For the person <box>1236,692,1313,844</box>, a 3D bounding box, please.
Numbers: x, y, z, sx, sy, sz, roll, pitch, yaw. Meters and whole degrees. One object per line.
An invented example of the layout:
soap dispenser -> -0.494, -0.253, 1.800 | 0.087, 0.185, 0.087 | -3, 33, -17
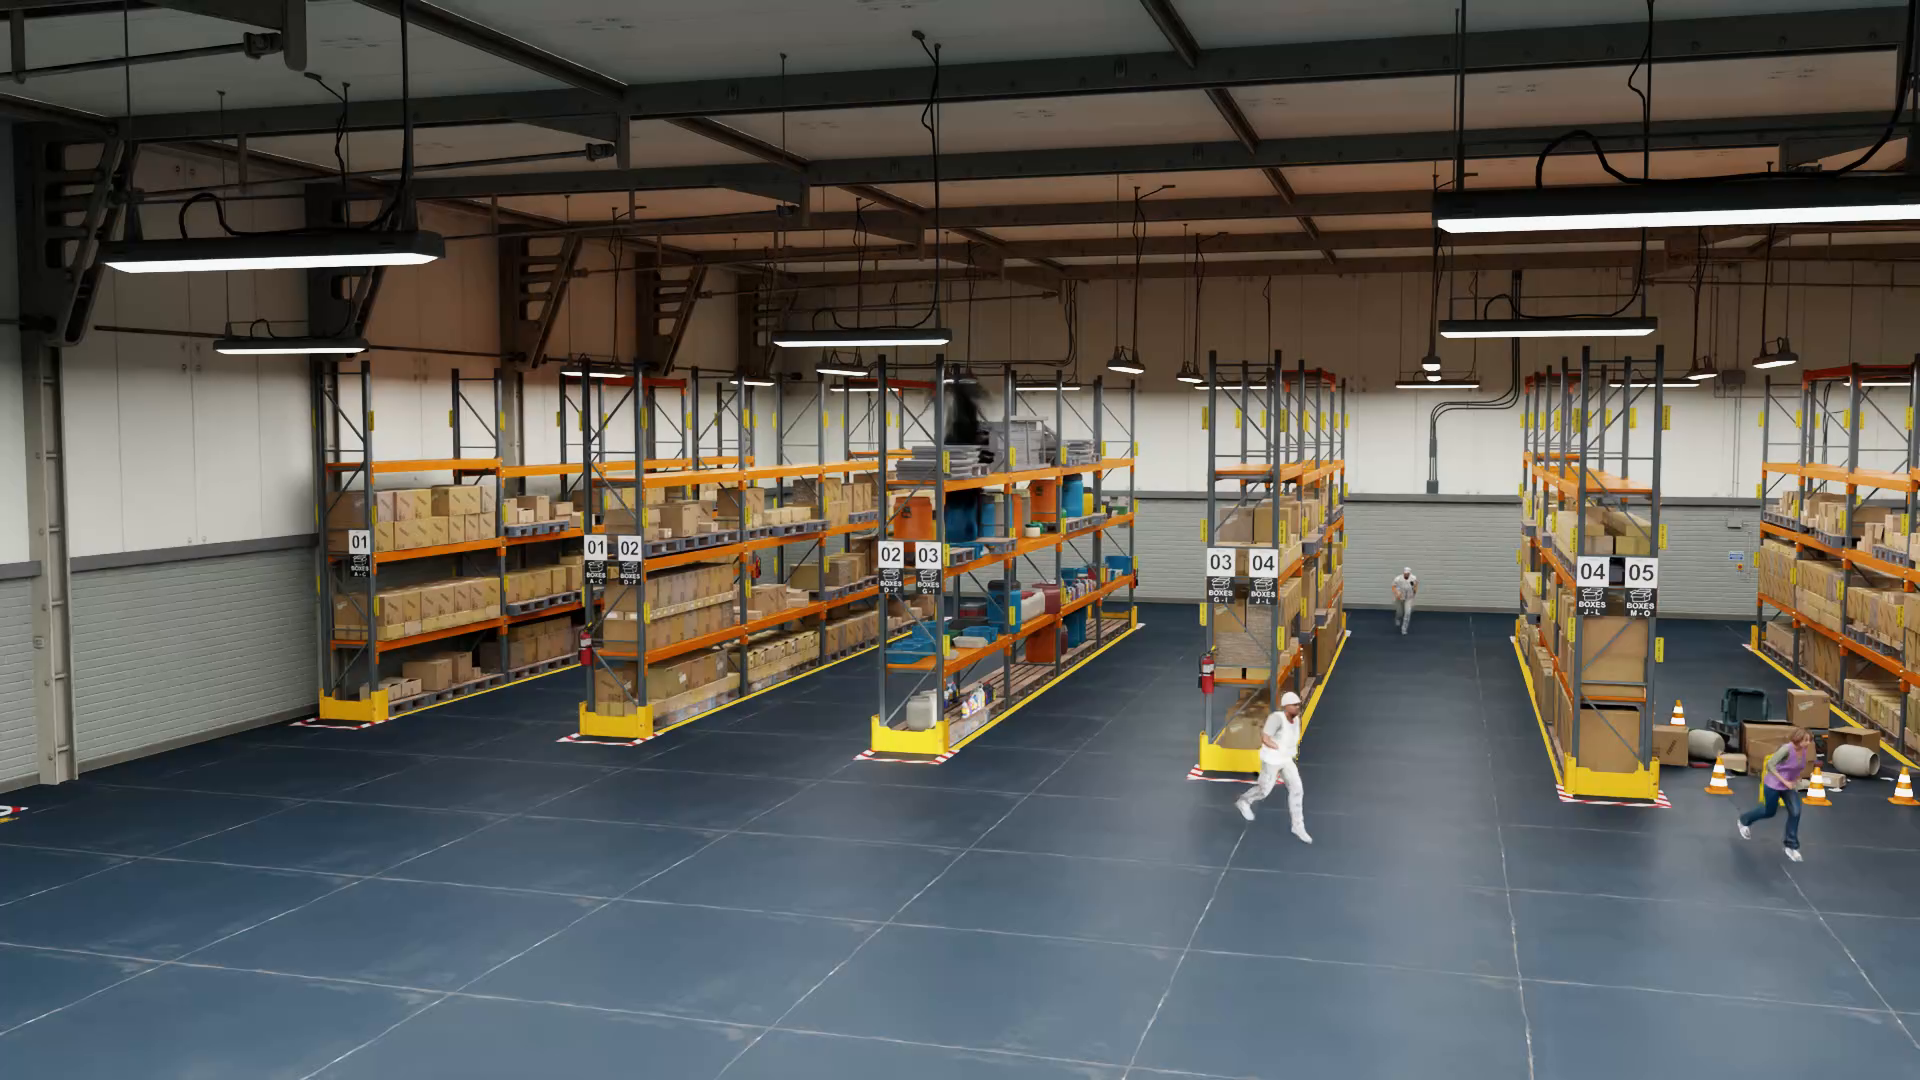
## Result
person -> 3.798, 2.694, 20.079 | 0.683, 1.776, 1.124 | -3, 5, -38

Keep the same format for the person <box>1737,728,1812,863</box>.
person -> 9.426, 2.885, 19.251 | 0.555, 1.547, 0.890 | -2, 5, -27

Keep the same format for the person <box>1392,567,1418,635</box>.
person -> 10.516, 1.422, 39.378 | 0.615, 1.625, 0.964 | 0, 4, 0
